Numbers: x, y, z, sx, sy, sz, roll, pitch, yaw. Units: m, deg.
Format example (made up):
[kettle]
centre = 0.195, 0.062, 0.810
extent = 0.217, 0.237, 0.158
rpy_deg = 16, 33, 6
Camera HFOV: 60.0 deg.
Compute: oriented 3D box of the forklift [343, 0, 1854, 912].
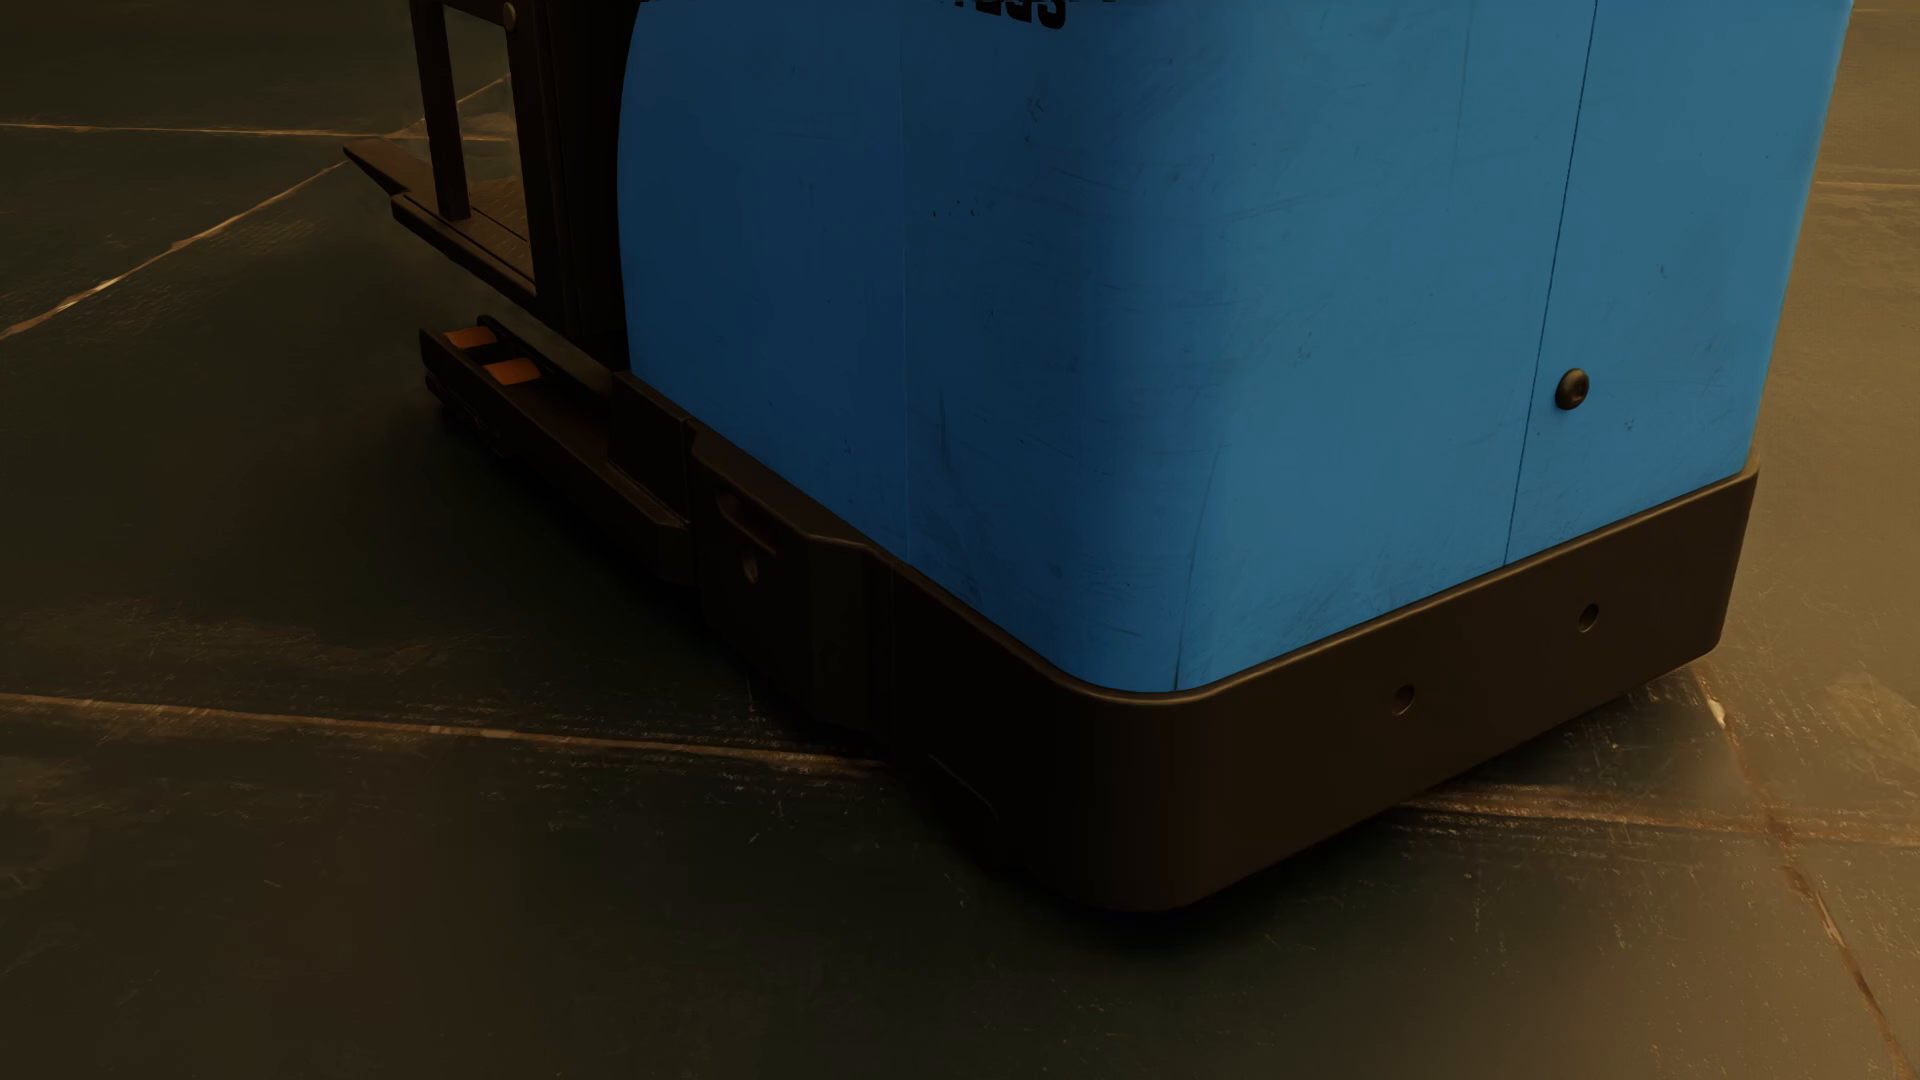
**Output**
[forklift]
centre = -0.283, -1.556, 2.335
extent = 1.130, 2.935, 3.031
rpy_deg = -17, 31, -31
